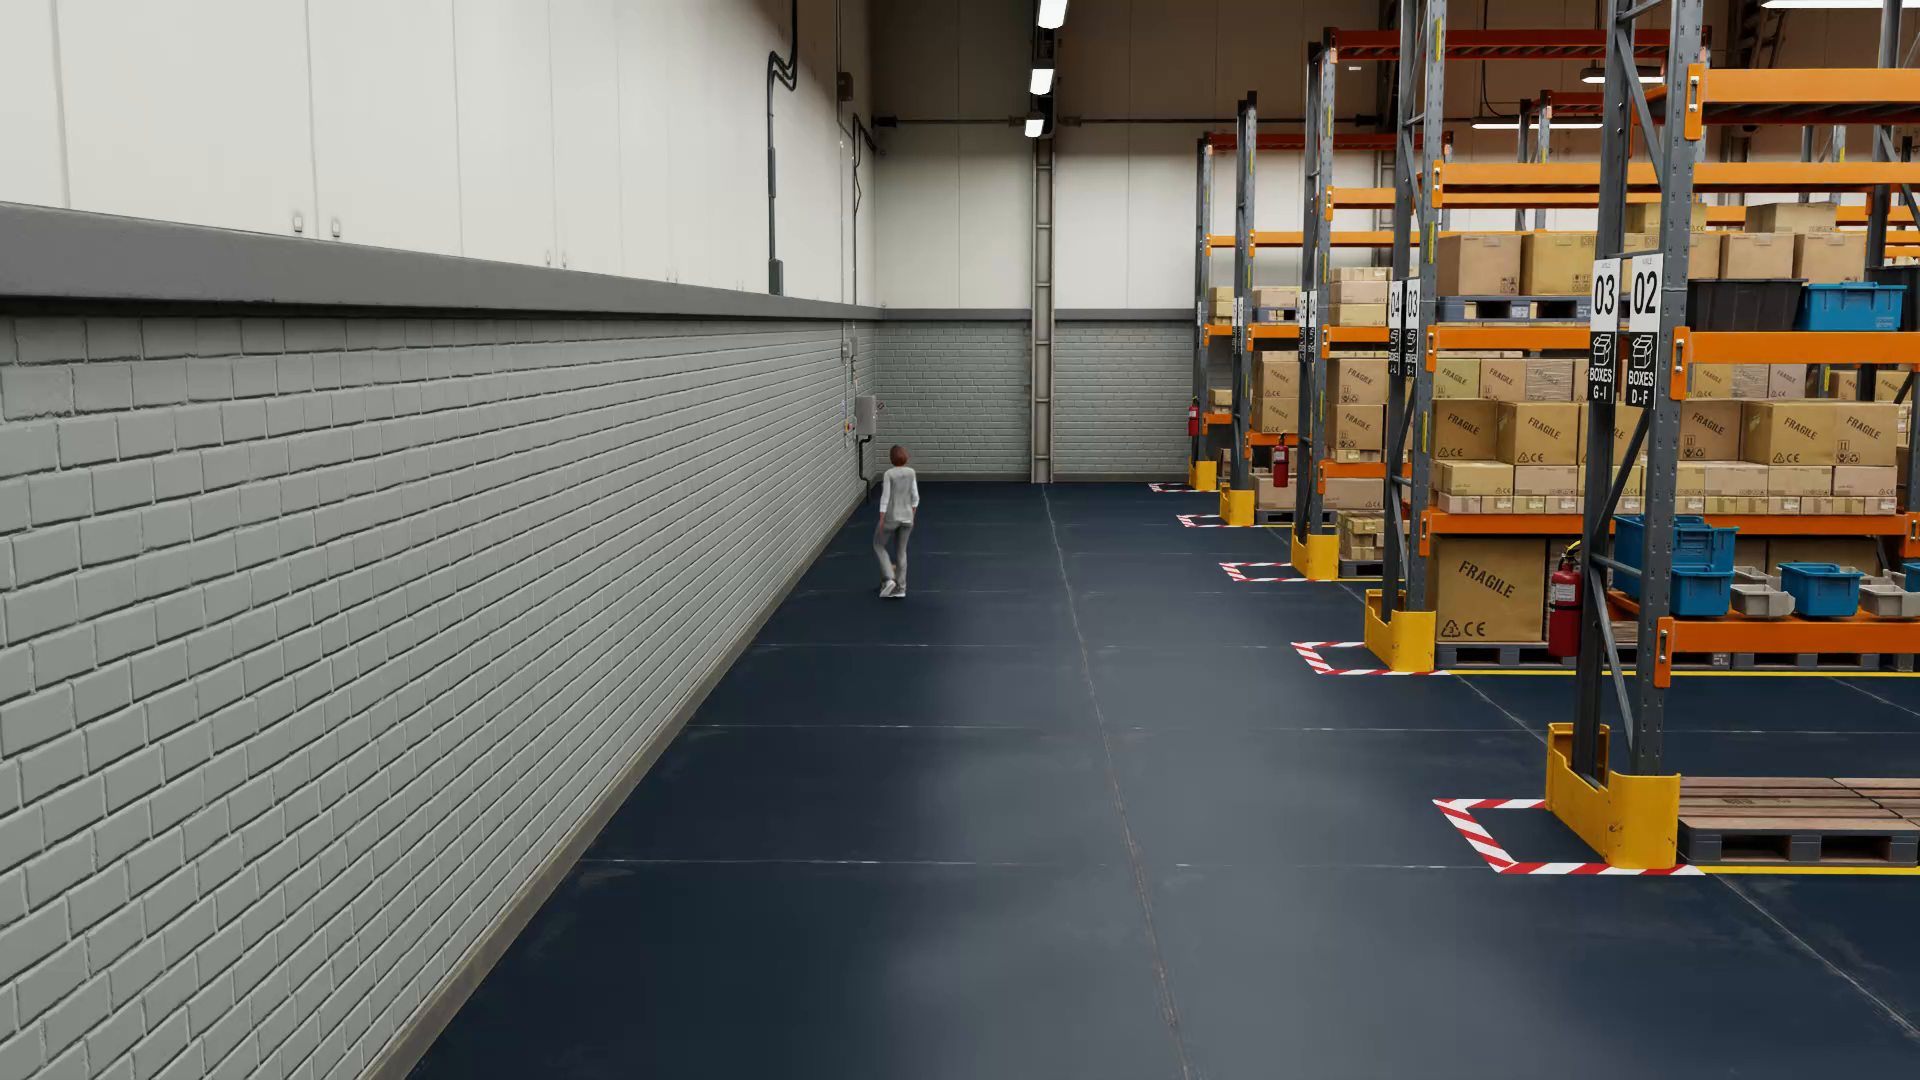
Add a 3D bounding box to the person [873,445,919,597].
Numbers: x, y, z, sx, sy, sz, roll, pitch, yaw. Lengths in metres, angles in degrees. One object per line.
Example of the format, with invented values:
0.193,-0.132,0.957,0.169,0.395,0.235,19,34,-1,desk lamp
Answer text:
-0.670,-0.196,17.257,0.466,1.604,0.408,-4,8,-26,person
